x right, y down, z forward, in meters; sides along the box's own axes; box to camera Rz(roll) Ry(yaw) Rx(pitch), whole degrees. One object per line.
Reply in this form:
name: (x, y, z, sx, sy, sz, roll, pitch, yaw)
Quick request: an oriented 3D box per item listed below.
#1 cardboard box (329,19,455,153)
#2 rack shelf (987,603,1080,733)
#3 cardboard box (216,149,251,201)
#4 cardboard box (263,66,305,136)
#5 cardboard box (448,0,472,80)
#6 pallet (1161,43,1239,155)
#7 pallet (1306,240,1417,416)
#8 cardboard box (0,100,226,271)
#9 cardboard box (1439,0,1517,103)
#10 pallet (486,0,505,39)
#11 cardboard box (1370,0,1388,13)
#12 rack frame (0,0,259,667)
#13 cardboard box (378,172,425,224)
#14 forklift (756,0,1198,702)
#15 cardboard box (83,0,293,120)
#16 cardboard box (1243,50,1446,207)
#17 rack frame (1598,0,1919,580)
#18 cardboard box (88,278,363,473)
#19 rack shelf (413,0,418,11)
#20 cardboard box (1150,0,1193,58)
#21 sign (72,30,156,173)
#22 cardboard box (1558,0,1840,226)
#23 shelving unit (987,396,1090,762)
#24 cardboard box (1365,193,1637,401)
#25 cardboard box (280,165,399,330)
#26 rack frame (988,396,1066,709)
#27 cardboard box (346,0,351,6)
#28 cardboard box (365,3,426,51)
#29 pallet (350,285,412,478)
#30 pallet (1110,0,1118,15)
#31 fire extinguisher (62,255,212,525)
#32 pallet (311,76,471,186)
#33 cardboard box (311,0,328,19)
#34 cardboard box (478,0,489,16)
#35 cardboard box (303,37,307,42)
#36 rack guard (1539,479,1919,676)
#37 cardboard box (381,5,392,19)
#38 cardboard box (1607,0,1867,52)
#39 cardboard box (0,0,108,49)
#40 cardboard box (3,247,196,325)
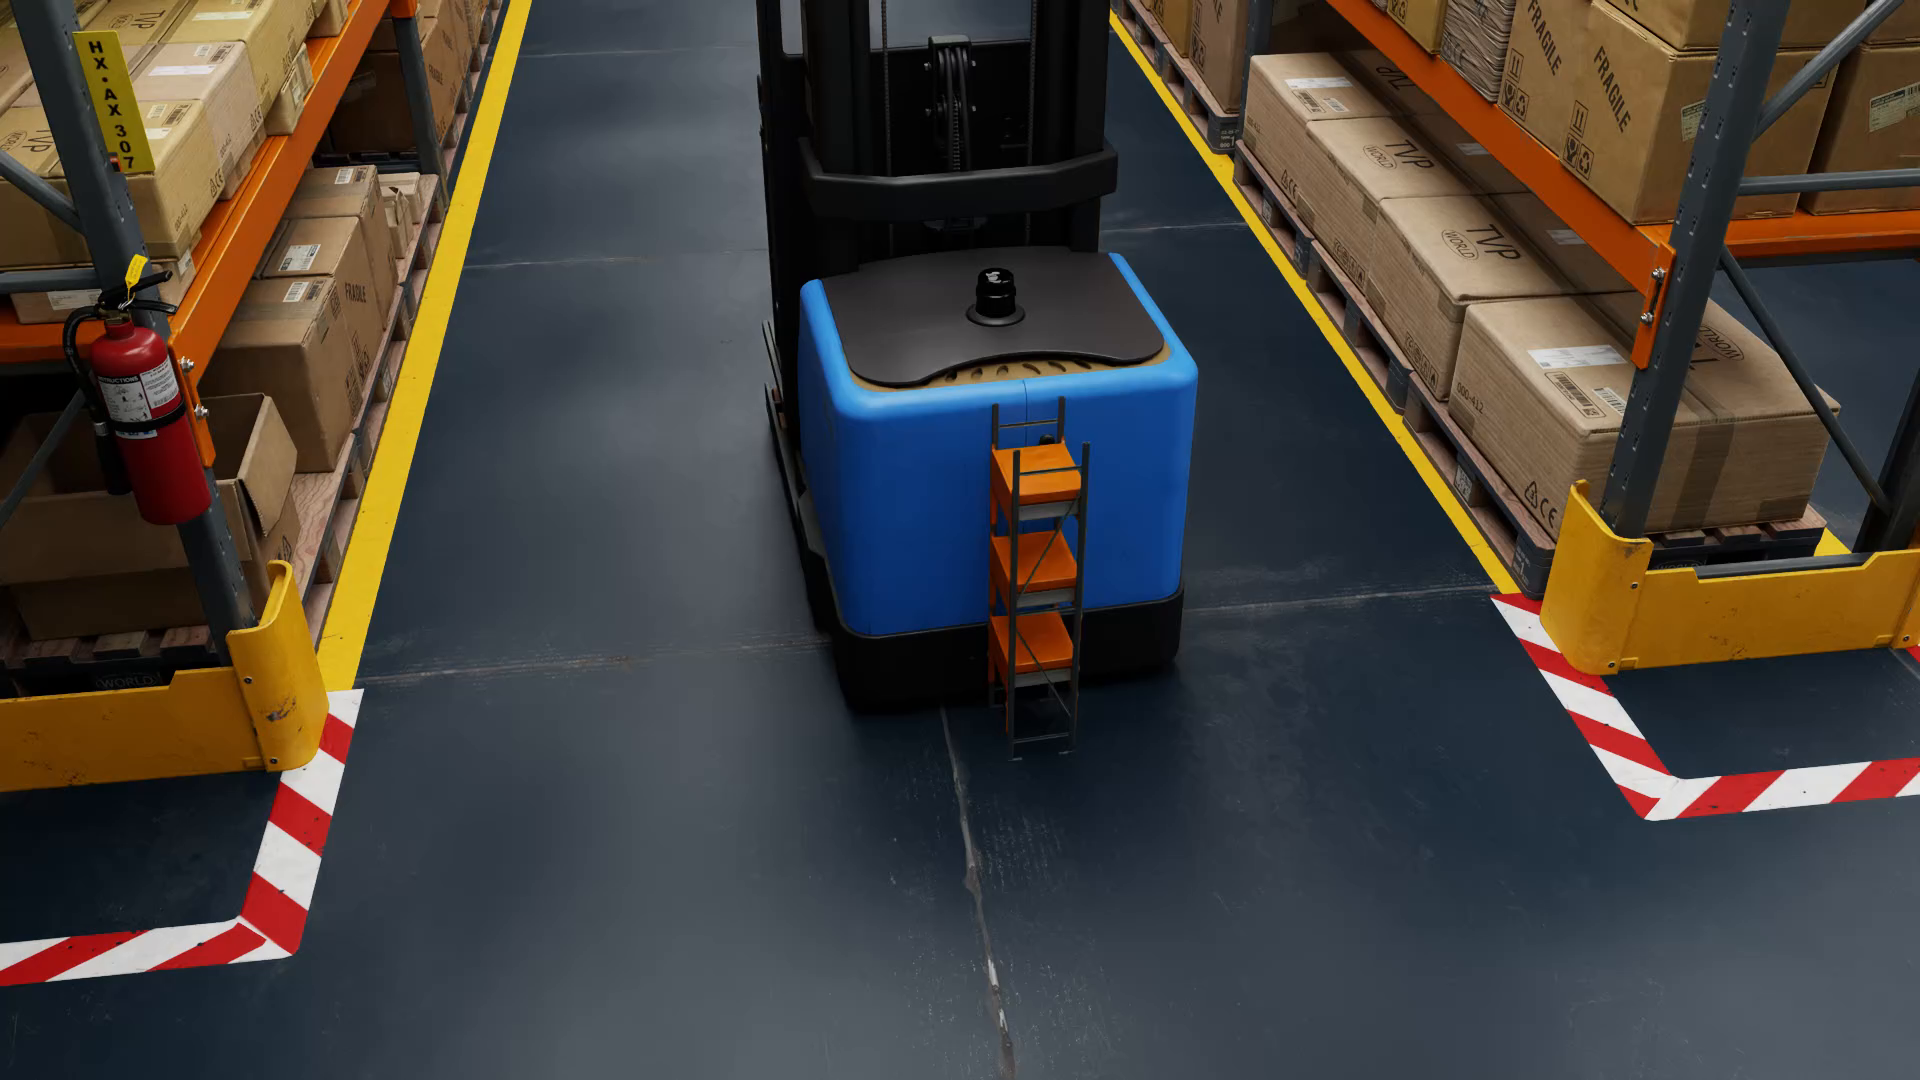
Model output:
cardboard box: (-2.837, -2.251, 8.237, 0.500, 0.500, 0.500, -3, 34, -4)
rack shelf: (0.209, 0.367, 4.792, 0.215, 0.259, 0.240, -7, 35, -10)
cardboard box: (-2.353, -1.120, 4.953, 0.380, 0.149, 0.250, -3, 34, -5)
cardboard box: (-2.353, -1.415, 5.385, 0.380, 0.149, 0.250, -5, 35, -8)
cardboard box: (-2.981, -2.827, 9.081, 0.500, 0.500, 0.500, -5, 35, -8)
pallet: (1.745, -2.474, 9.193, 1.003, 0.211, 1.213, -4, 35, -6)
pallet: (2.115, -0.937, 6.937, 1.003, 0.211, 1.213, -4, 35, -6)
cardboard box: (-2.251, -0.926, 4.315, 0.500, 0.250, 0.500, -4, 34, -6)
cardboard box: (2.002, -1.828, 5.679, 0.500, 0.500, 0.500, -3, 34, -5)
pallet: (-3.470, -3.484, 10.675, 1.003, 0.211, 1.213, -4, 35, -6)
cardboard box: (1.851, -2.402, 6.523, 0.500, 0.500, 0.500, -4, 34, -6)
rack frame: (-2.457, -0.592, 3.955, 1.000, 3.000, 0.127, -4, 35, -6)
cardboard box: (-2.629, -1.531, 7.491, 0.380, 0.149, 0.250, -5, 35, -8)
forklift: (-0.128, -1.556, 5.430, 1.130, 2.935, 3.031, -7, 35, -10)
cardboard box: (-2.391, -1.490, 5.142, 0.500, 0.250, 0.500, -5, 35, -7)
cardboard box: (1.901, -1.958, 7.862, 0.875, 0.438, 0.875, -5, 35, -7)
rack frame: (2.461, -0.970, 4.509, 1.000, 3.000, 0.127, -4, 35, -6)
cardboard box: (-2.522, -0.561, 5.756, 0.700, 0.500, 0.500, -3, 34, -4)
rack shelf: (-3.264, -3.643, 9.070, 1.077, 0.370, 4.000, -4, 35, -6)
cardboard box: (1.631, -3.341, 9.502, 0.875, 0.875, 0.875, -3, 34, -5)
sign: (-1.919, -0.991, 3.771, 0.100, 0.325, 0.005, -4, 35, -6)
cardboard box: (2.134, -1.260, 4.847, 0.500, 0.500, 0.500, -4, 34, -6)
shelving unit: (0.209, 0.128, 4.629, 0.215, 1.050, 0.252, -7, 35, -10)
cardboard box: (2.142, -0.955, 6.390, 0.875, 0.438, 0.875, -3, 34, -5)
cardboard box: (-2.661, -1.140, 6.606, 0.700, 0.500, 0.500, -6, 35, -8)
rack frame: (0.184, 0.061, 4.728, 0.200, 1.050, 0.008, -7, 35, -10)
cardboard box: (-2.578, -2.126, 6.429, 0.380, 0.149, 0.250, -4, 34, -5)
cardboard box: (-2.780, -2.453, 7.956, 0.380, 0.149, 0.250, -3, 34, -4)
pallet: (-2.736, -0.606, 6.452, 1.003, 0.211, 1.213, -4, 35, -6)
pallet: (1.416, -3.836, 11.191, 1.003, 0.211, 1.213, -4, 35, -6)
fire extinguisher: (-1.979, -0.359, 4.012, 0.296, 0.674, 0.183, -4, 35, -6)
pallet: (-3.142, -2.122, 8.677, 1.003, 0.211, 1.213, -4, 35, -6)
cardboard box: (-2.549, -2.061, 5.980, 0.500, 0.250, 0.500, -5, 35, -7)
cardboard box: (-3.133, -3.405, 9.929, 0.500, 0.500, 0.500, -3, 34, -4)
cardboard box: (-2.592, -1.833, 5.999, 0.380, 0.149, 0.250, -4, 34, -6)
rack guard: (2.464, 0.077, 5.194, 1.175, 0.500, 0.348, -4, 35, -6)
cardboard box: (-2.840, -2.571, 7.866, 0.380, 0.149, 0.250, -5, 35, -7)
cardboard box: (2.160, -1.675, 4.568, 0.500, 0.500, 0.500, -3, 34, -5)
cardboard box: (-2.912, -1.454, 5.089, 0.500, 0.250, 0.500, -3, 34, -5)
cardboard box: (-2.229, -0.692, 4.325, 0.380, 0.149, 0.250, -5, 35, -7)
